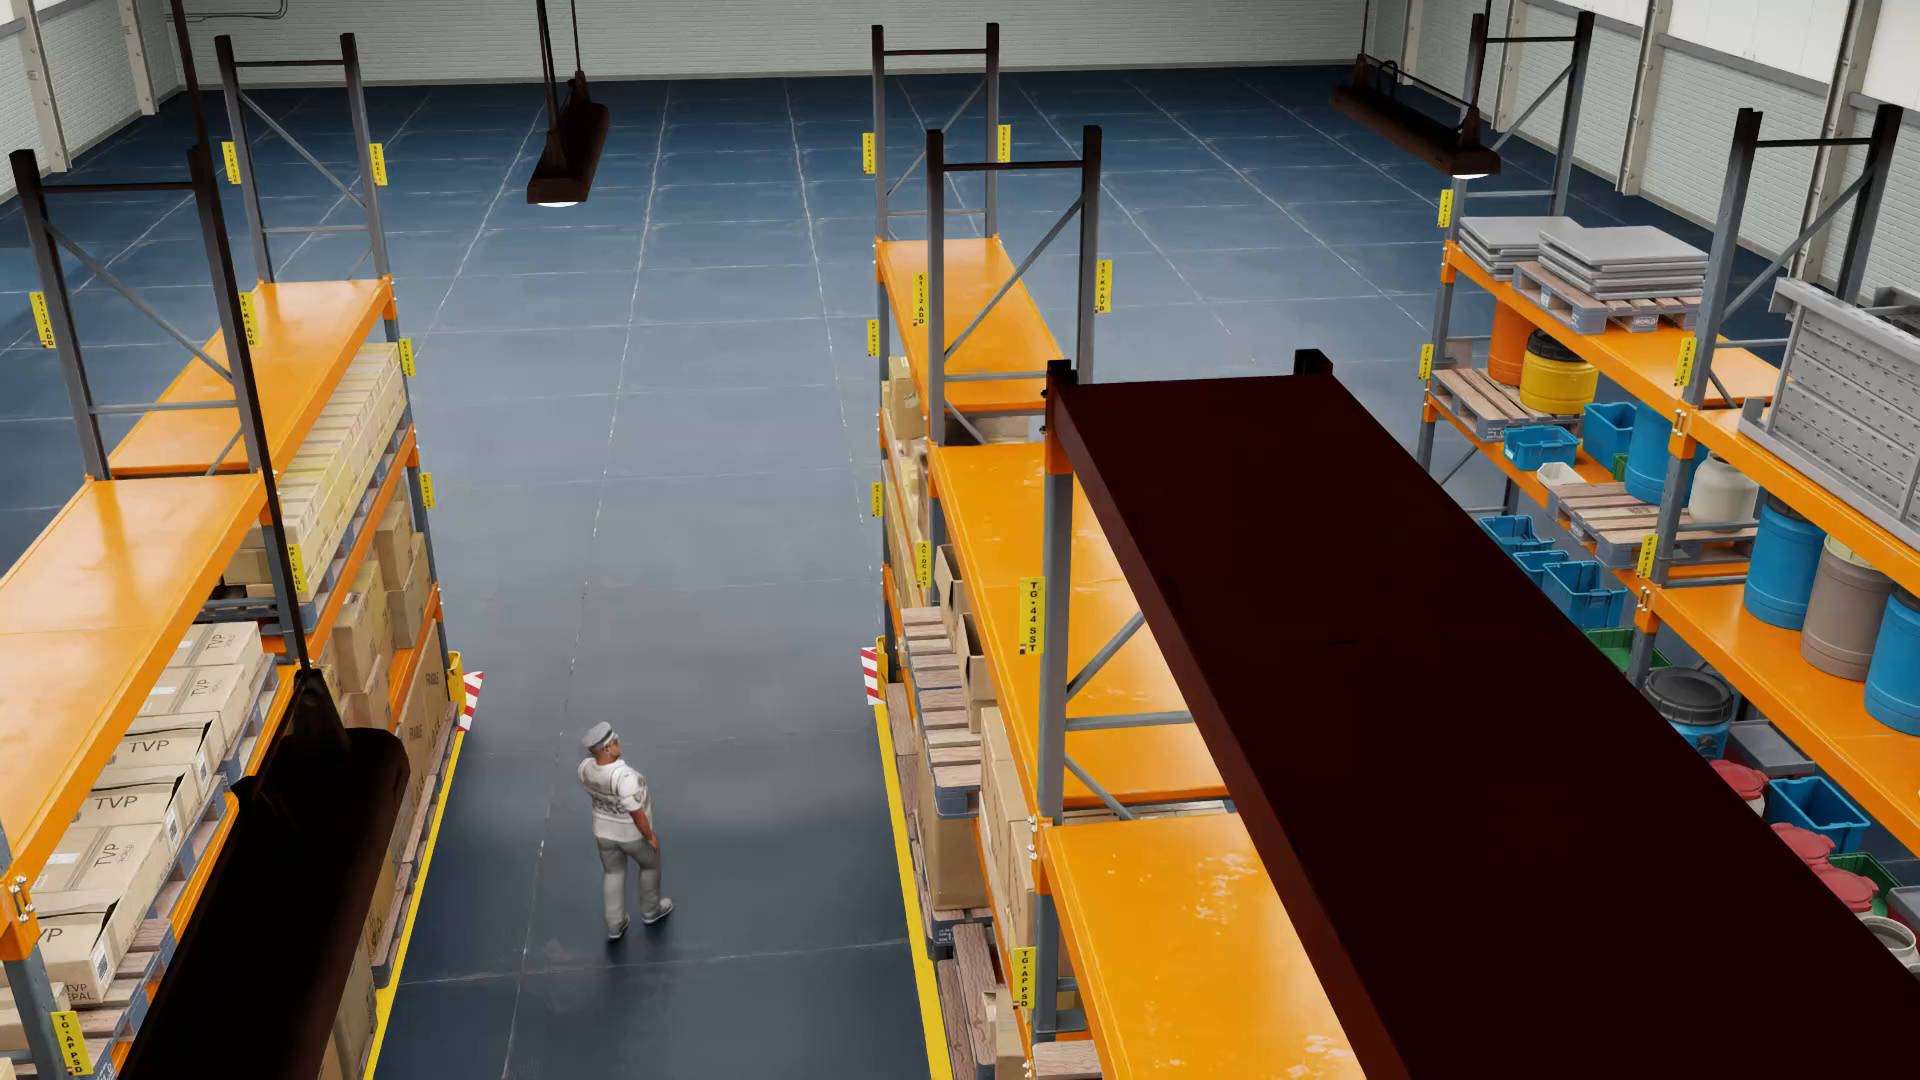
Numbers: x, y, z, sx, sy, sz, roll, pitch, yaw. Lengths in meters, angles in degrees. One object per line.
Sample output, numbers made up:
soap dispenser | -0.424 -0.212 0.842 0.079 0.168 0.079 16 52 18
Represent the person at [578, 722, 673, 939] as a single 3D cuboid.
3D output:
person | -2.441 2.068 12.157 0.577 1.769 0.627 6 26 12
